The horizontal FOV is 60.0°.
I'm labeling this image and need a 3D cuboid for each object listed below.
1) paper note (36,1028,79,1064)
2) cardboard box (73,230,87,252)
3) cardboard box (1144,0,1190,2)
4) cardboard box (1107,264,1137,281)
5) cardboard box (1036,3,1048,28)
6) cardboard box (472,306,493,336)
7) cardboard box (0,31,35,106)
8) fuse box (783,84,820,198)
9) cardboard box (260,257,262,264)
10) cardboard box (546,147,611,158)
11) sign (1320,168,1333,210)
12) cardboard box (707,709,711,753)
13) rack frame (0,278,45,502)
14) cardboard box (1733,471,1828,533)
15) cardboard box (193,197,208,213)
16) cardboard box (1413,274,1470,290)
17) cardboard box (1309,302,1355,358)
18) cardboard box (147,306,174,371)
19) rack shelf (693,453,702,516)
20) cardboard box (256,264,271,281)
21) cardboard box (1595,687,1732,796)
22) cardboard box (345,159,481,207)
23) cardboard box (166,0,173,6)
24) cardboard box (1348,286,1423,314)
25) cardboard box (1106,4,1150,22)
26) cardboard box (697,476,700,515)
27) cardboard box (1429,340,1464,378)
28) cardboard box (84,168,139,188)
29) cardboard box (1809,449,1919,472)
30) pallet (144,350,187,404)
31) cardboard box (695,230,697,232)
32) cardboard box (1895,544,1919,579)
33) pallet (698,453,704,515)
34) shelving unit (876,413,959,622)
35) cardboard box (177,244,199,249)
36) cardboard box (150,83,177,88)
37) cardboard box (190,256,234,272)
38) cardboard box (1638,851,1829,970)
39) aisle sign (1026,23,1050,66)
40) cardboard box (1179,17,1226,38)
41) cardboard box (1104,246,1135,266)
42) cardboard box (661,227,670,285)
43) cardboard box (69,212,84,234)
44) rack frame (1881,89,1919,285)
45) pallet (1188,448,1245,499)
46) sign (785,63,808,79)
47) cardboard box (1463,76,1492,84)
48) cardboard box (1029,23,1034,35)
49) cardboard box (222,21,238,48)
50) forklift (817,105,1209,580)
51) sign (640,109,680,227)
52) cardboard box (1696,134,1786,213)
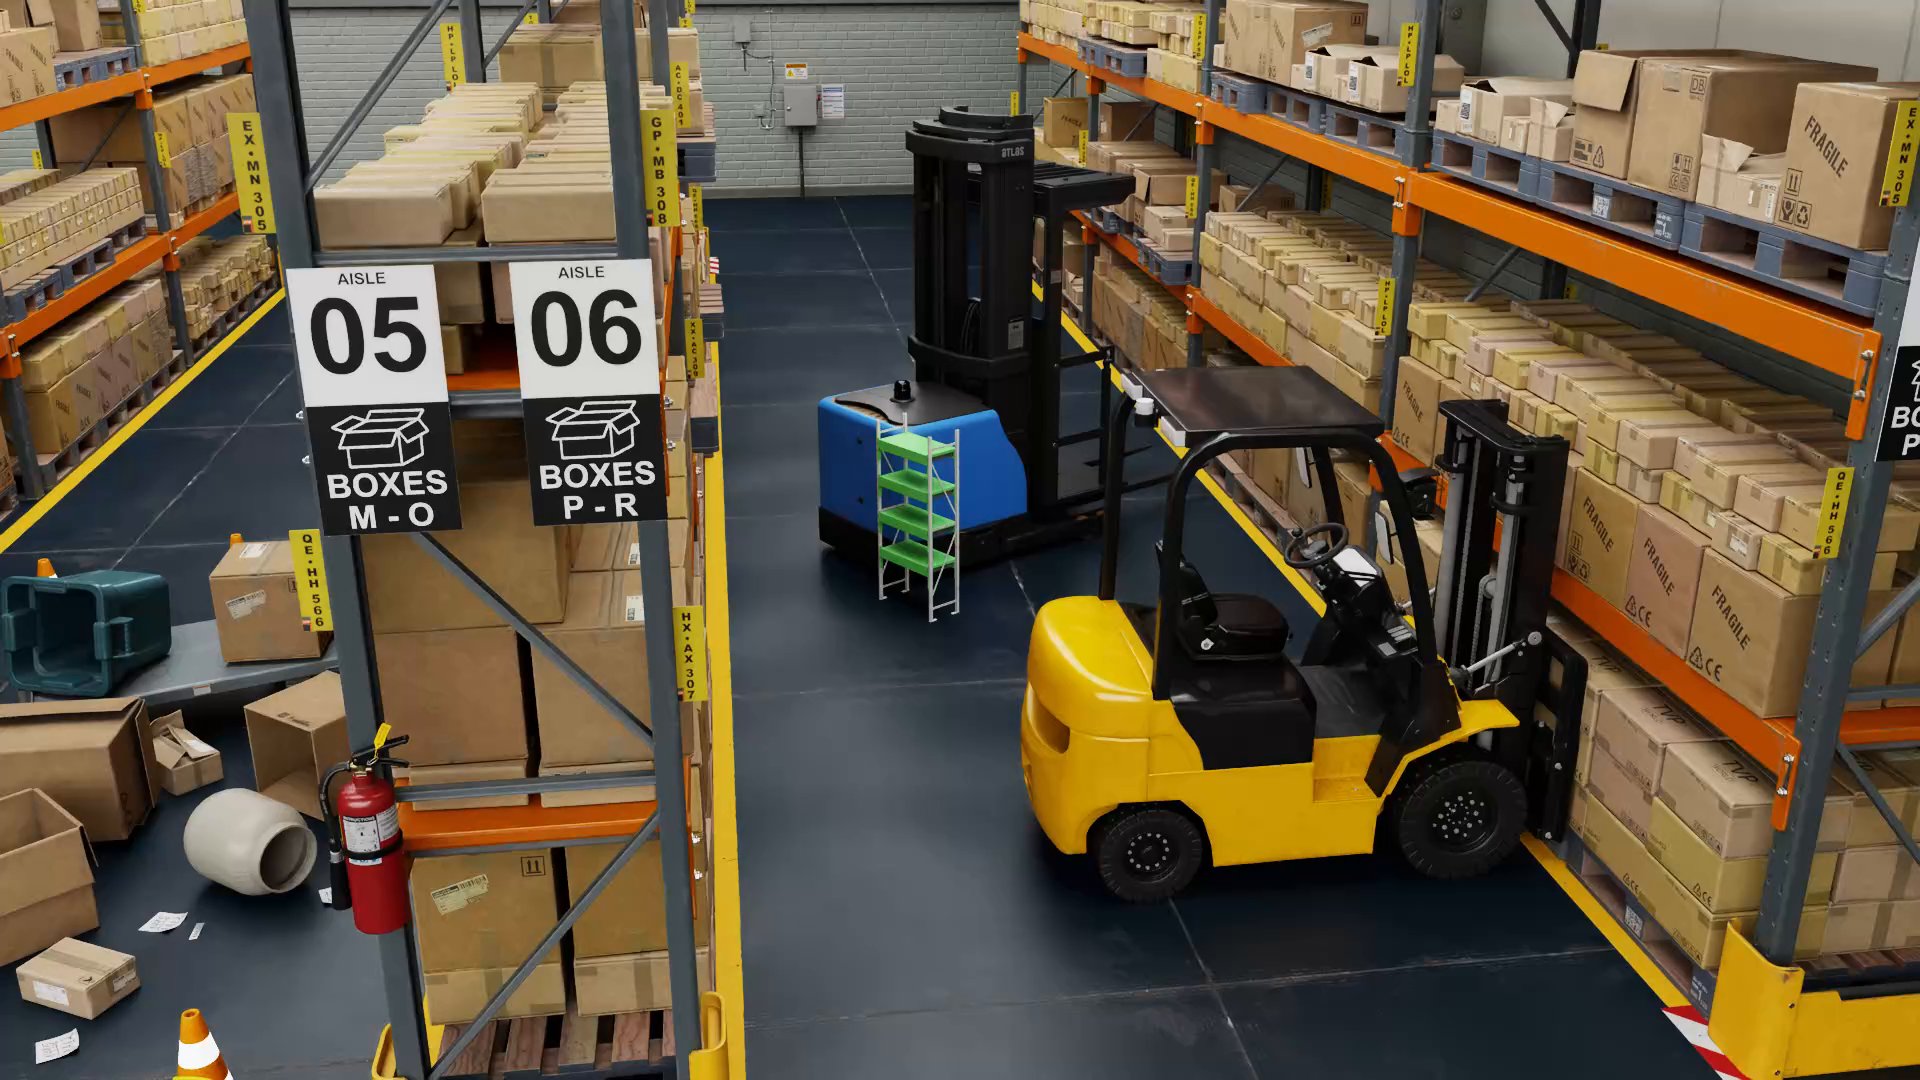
[{"bbox_3d":[-3.495,1.956,6.435,0.148,0.019,0.142,-11,23,-26],"label":"paper note"},{"bbox_3d":[-7.520,-2.486,13.845,0.380,0.149,0.250,-4,21,-10],"label":"cardboard box"},{"bbox_3d":[1.976,-5.286,15.895,0.396,0.266,0.258,-3,21,-8],"label":"cardboard box"},{"bbox_3d":[1.698,-2.714,16.742,0.380,0.149,0.250,-3,21,-9],"label":"cardboard box"},{"bbox_3d":[1.165,-5.953,18.871,0.500,0.250,0.500,-4,21,-9],"label":"cardboard box"},{"bbox_3d":[-1.790,-0.783,5.598,0.380,0.149,0.250,-2,21,-6],"label":"cardboard box"},{"bbox_3d":[-7.324,-3.529,12.448,0.500,0.500,0.500,-3,21,-8],"label":"cardboard box"},{"bbox_3d":[-2.431,-6.151,25.738,0.539,1.711,0.414,-3,21,-8],"label":"fuse box"},{"bbox_3d":[-8.236,-3.202,19.051,0.380,0.149,0.250,-3,21,-9],"label":"cardboard box"},{"bbox_3d":[-1.227,-1.269,5.759,0.380,0.149,0.250,-3,21,-8],"label":"cardboard box"},{"bbox_3d":[2.918,-2.801,13.273,0.100,0.325,0.005,-3,21,-8],"label":"sign"},{"bbox_3d":[-1.527,0.874,8.420,0.500,0.250,0.500,-3,21,-9],"label":"cardboard box"},{"bbox_3d":[-7.425,-1.693,11.962,1.000,3.000,0.127,-3,21,-8],"label":"rack frame"},{"bbox_3d":[3.196,-0.147,6.327,0.380,0.149,0.250,-3,21,-8],"label":"cardboard box"},{"bbox_3d":[-7.925,-3.435,16.986,0.380,0.149,0.250,-3,21,-7],"label":"cardboard box"},{"bbox_3d":[3.028,-1.597,10.635,0.380,0.149,0.250,-3,21,-8],"label":"cardboard box"},{"bbox_3d":[2.541,-1.343,10.525,0.500,0.250,0.500,-3,21,-9],"label":"cardboard box"},{"bbox_3d":[-7.646,-1.860,15.382,0.500,0.500,0.500,-3,21,-9],"label":"cardboard box"},{"bbox_3d":[-2.253,-0.948,10.996,1.077,0.370,4.000,-3,21,-8],"label":"rack shelf"},{"bbox_3d":[-8.159,-3.068,19.119,0.380,0.149,0.250,-2,21,-6],"label":"cardboard box"},{"bbox_3d":[3.068,0.843,7.072,0.500,0.250,0.500,-3,21,-7],"label":"cardboard box"},{"bbox_3d":[-1.784,-1.150,5.440,0.380,0.149,0.250,-3,21,-8],"label":"cardboard box"},{"bbox_3d":[-7.953,-5.308,16.283,0.380,0.149,0.250,-4,21,-9],"label":"cardboard box"},{"bbox_3d":[2.639,-1.478,10.316,0.380,0.149,0.250,-3,21,-8],"label":"cardboard box"},{"bbox_3d":[1.569,-4.893,15.432,0.380,0.149,0.250,-3,21,-9],"label":"cardboard box"},{"bbox_3d":[-2.252,-0.229,11.199,0.950,0.372,0.625,-2,21,-6],"label":"cardboard box"},{"bbox_3d":[2.771,-0.982,8.988,0.380,0.149,0.250,-2,21,-6],"label":"cardboard box"},{"bbox_3d":[-7.751,-3.307,15.191,0.380,0.149,0.250,-2,21,-5],"label":"cardboard box"},{"bbox_3d":[3.629,-0.260,6.629,0.380,0.149,0.250,-3,21,-7],"label":"cardboard box"},{"bbox_3d":[-7.888,-1.502,15.437,1.003,0.211,1.213,-3,21,-8],"label":"pallet"},{"bbox_3d":[-2.563,-2.858,14.581,0.500,0.250,0.500,-3,21,-7],"label":"cardboard box"},{"bbox_3d":[3.731,0.059,6.200,0.380,0.149,0.250,-3,21,-9],"label":"cardboard box"},{"bbox_3d":[-2.431,-0.401,12.488,1.003,0.211,1.213,-3,21,-8],"label":"pallet"},{"bbox_3d":[-0.262,-0.143,10.383,0.258,1.200,0.503,-17,27,-39],"label":"shelving unit"},{"bbox_3d":[-8.771,-3.221,18.678,0.380,0.149,0.250,-3,21,-8],"label":"cardboard box"},{"bbox_3d":[-8.645,-4.593,17.730,0.500,0.500,0.500,-3,21,-9],"label":"cardboard box"},{"bbox_3d":[-8.112,-2.979,18.030,0.380,0.149,0.250,-4,21,-10],"label":"cardboard box"},{"bbox_3d":[3.142,1.485,6.782,0.500,0.250,0.500,-3,21,-7],"label":"cardboard box"},{"bbox_3d":[0.916,-6.226,20.383,0.394,0.787,0.004,-3,21,-8],"label":"aisle sign"},{"bbox_3d":[2.005,-4.180,13.554,0.380,0.149,0.250,-4,21,-10],"label":"cardboard box"},{"bbox_3d":[1.666,-2.858,16.702,0.380,0.149,0.250,-4,21,-10],"label":"cardboard box"},{"bbox_3d":[-1.260,-1.045,5.728,0.500,0.250,0.500,-3,21,-9],"label":"cardboard box"},{"bbox_3d":[-7.526,-2.628,13.799,0.380,0.149,0.250,-2,21,-6],"label":"cardboard box"},{"bbox_3d":[3.523,-2.270,4.932,1.000,3.000,0.127,-3,21,-8],"label":"rack frame"},{"bbox_3d":[2.450,-0.636,13.118,1.003,0.211,1.213,-3,21,-8],"label":"pallet"},{"bbox_3d":[-2.516,-7.210,25.553,0.339,0.242,0.001,-3,21,-8],"label":"sign"},{"bbox_3d":[3.018,-2.679,9.931,0.380,0.149,0.250,-3,21,-8],"label":"cardboard box"},{"bbox_3d":[1.032,-6.165,20.006,0.380,0.149,0.250,-2,21,-7],"label":"cardboard box"},{"bbox_3d":[-8.171,-5.477,18.022,0.500,0.250,0.500,-3,21,-8],"label":"cardboard box"},{"bbox_3d":[0.497,-1.509,11.567,3.031,2.935,1.130,-15,25,-35],"label":"forklift"},{"bbox_3d":[-0.852,-1.050,4.704,0.100,0.325,0.005,-3,21,-8],"label":"sign"},{"bbox_3d":[3.066,-1.405,6.352,0.396,0.266,0.258,-3,21,-8],"label":"cardboard box"}]
